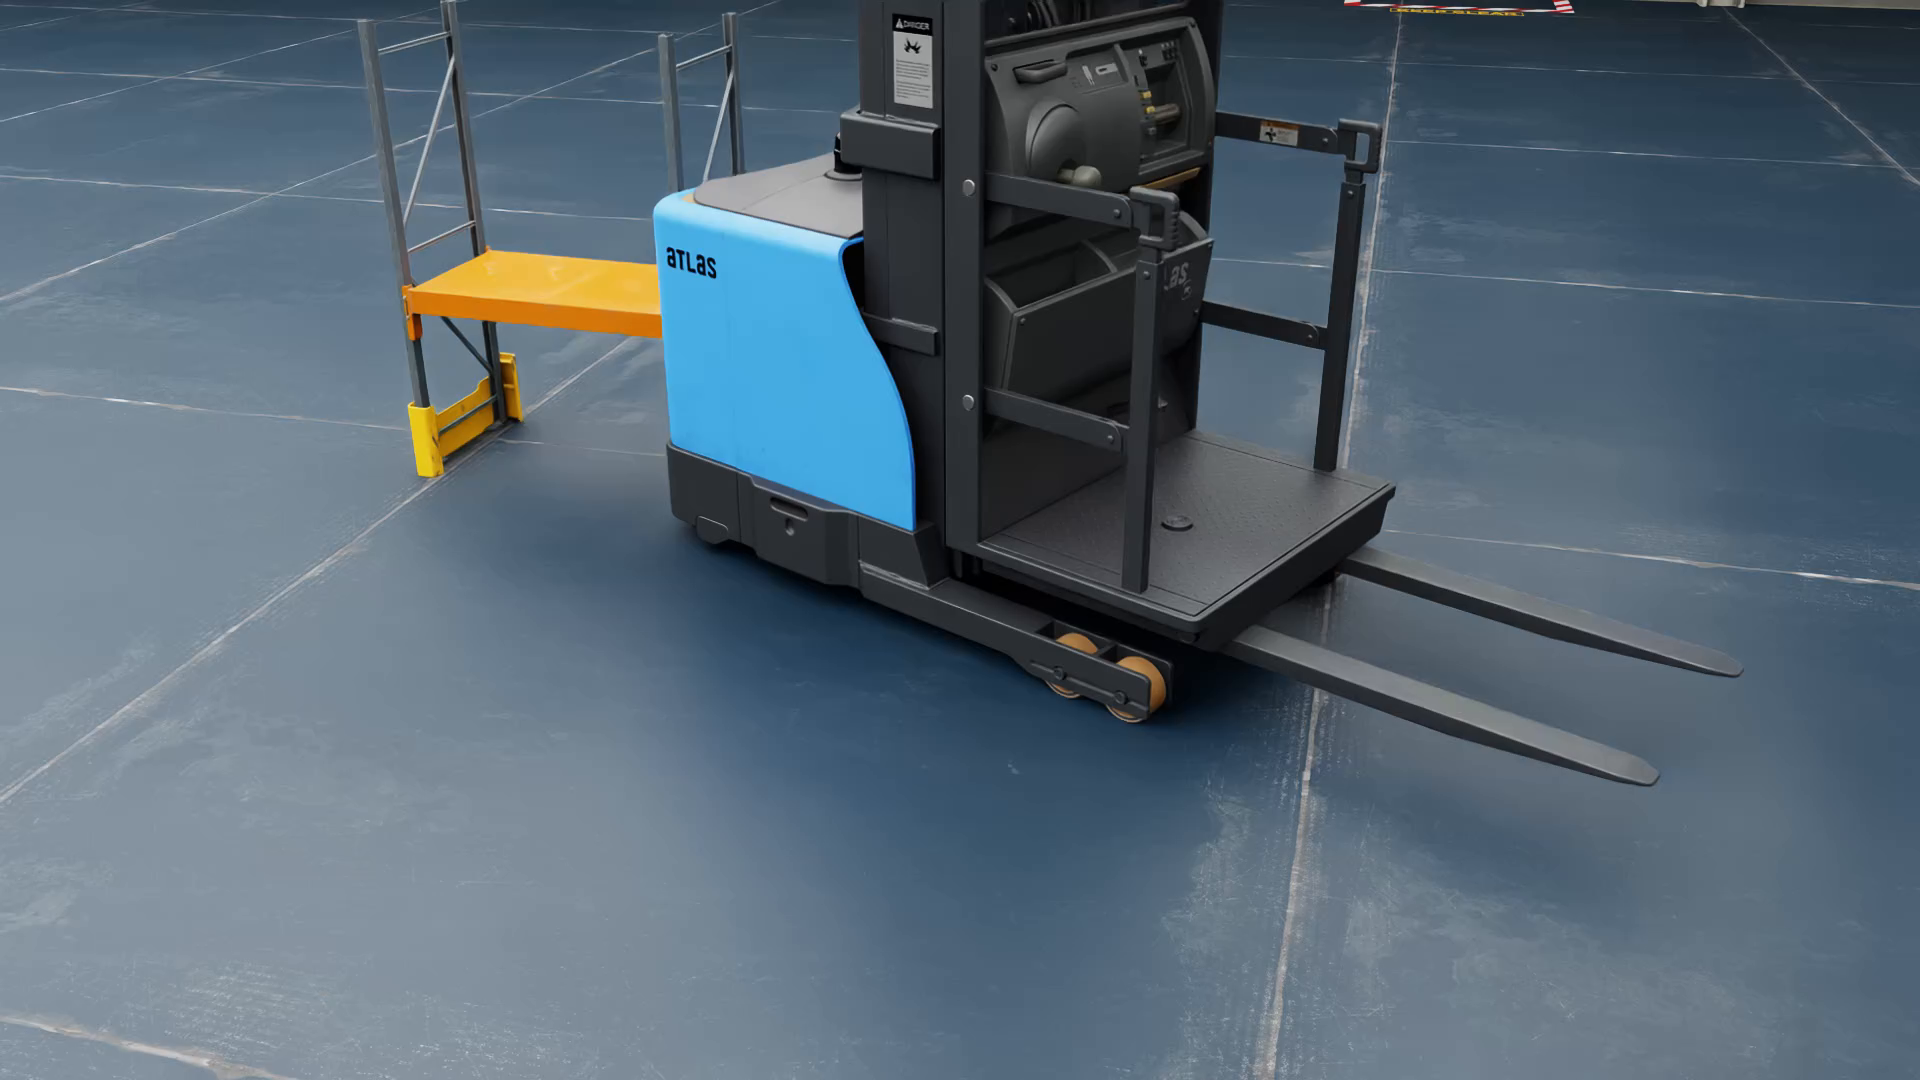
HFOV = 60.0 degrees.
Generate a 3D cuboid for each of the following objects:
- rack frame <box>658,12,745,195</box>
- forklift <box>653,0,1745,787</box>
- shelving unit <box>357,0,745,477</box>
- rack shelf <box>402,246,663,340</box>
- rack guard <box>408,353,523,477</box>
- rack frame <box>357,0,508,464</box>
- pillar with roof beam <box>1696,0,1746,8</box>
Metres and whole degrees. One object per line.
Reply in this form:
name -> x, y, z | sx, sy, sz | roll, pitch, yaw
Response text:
rack frame -> -0.794, -0.892, 5.379 | 0.032, 1.500, 0.500 | 7, 26, 15
forklift -> 0.544, -1.112, 4.177 | 3.031, 2.935, 1.130 | 19, 32, 35
shelving unit -> -1.272, -0.955, 5.510 | 1.083, 1.500, 0.587 | 7, 26, 15
rack shelf -> -1.281, -0.793, 5.590 | 1.000, 0.185, 0.538 | 7, 26, 15
rack guard -> -1.749, -0.452, 5.910 | 0.087, 0.250, 0.587 | 7, 26, 15
rack frame -> -1.767, -1.019, 5.646 | 0.032, 1.500, 0.500 | 7, 26, 15
pillar with roof beam -> 6.332, -7.485, 10.503 | 0.400, 9.000, 9.100 | 6, 26, 13
